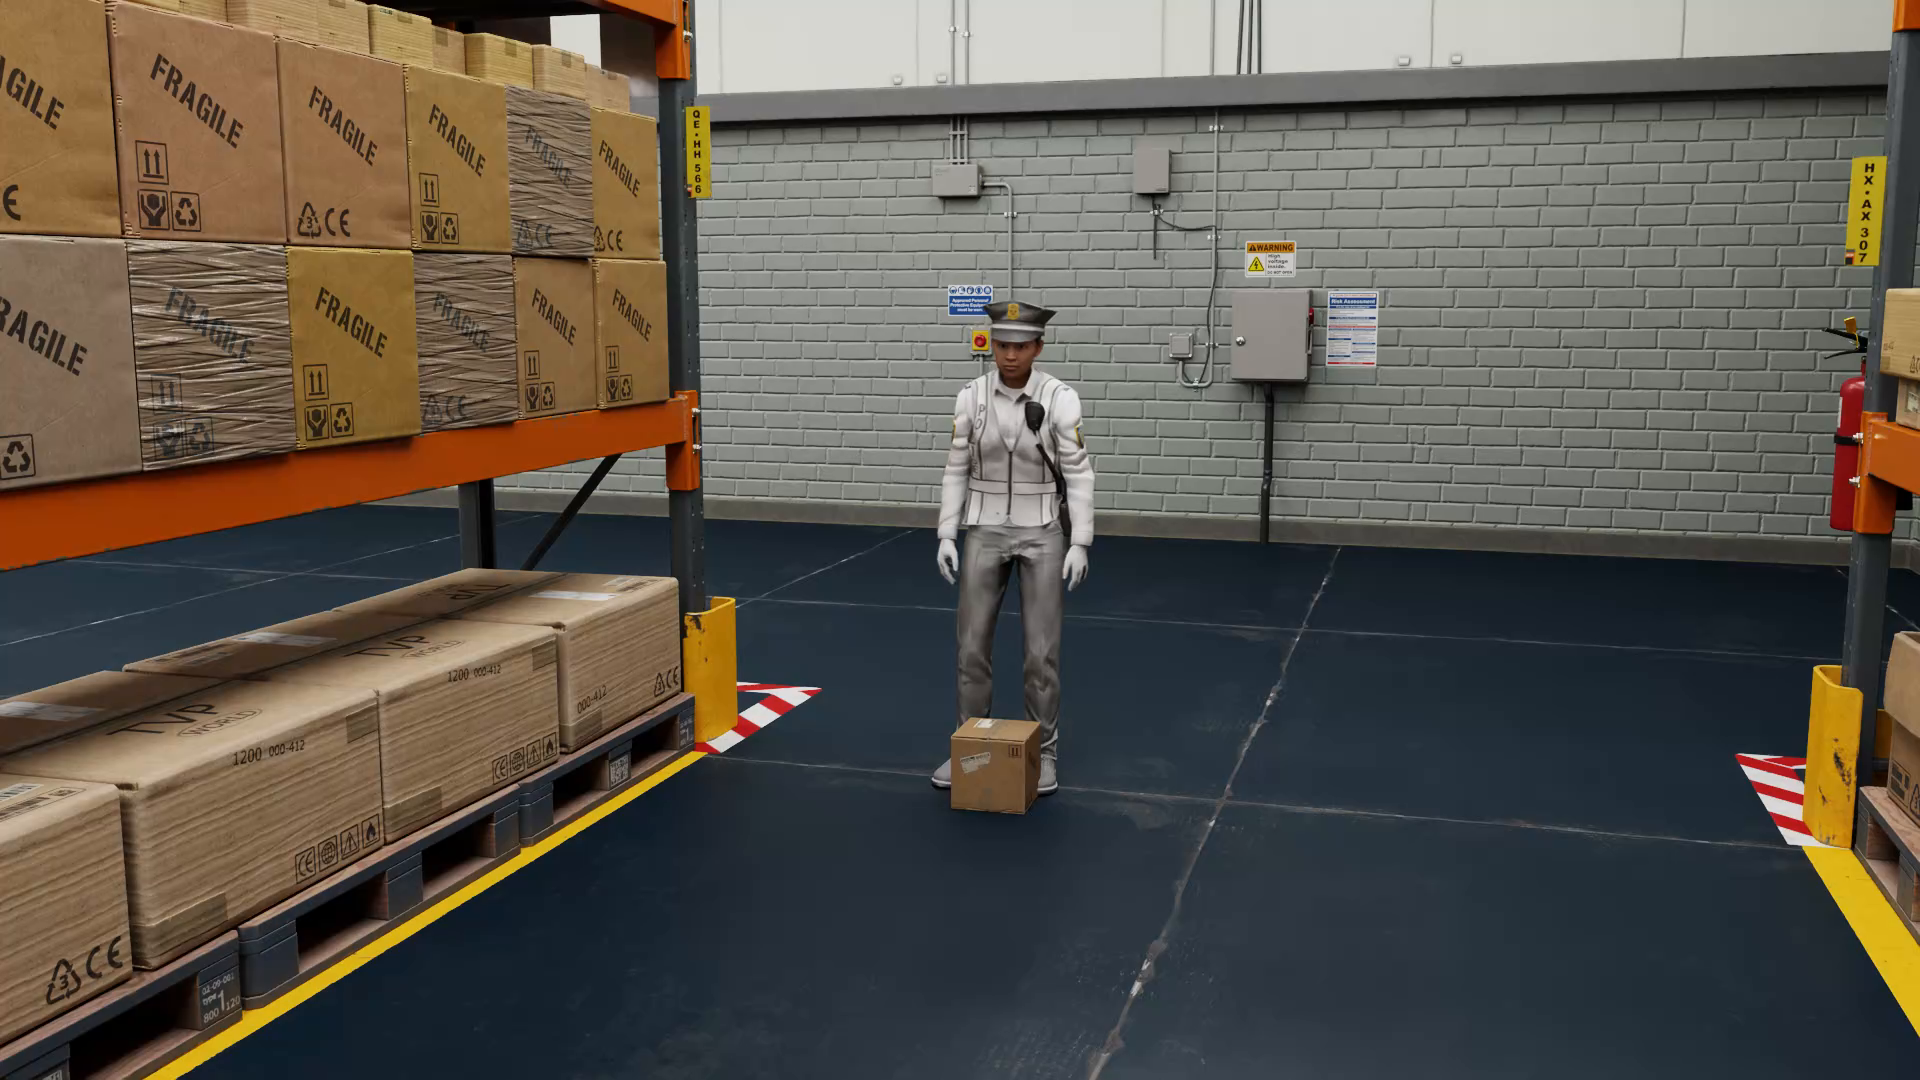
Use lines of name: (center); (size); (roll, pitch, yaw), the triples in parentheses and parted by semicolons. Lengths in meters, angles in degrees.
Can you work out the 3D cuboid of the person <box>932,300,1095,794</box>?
person: (0.189, 0.020, 5.685); (0.541, 1.664, 0.374); (2, 9, 14)
